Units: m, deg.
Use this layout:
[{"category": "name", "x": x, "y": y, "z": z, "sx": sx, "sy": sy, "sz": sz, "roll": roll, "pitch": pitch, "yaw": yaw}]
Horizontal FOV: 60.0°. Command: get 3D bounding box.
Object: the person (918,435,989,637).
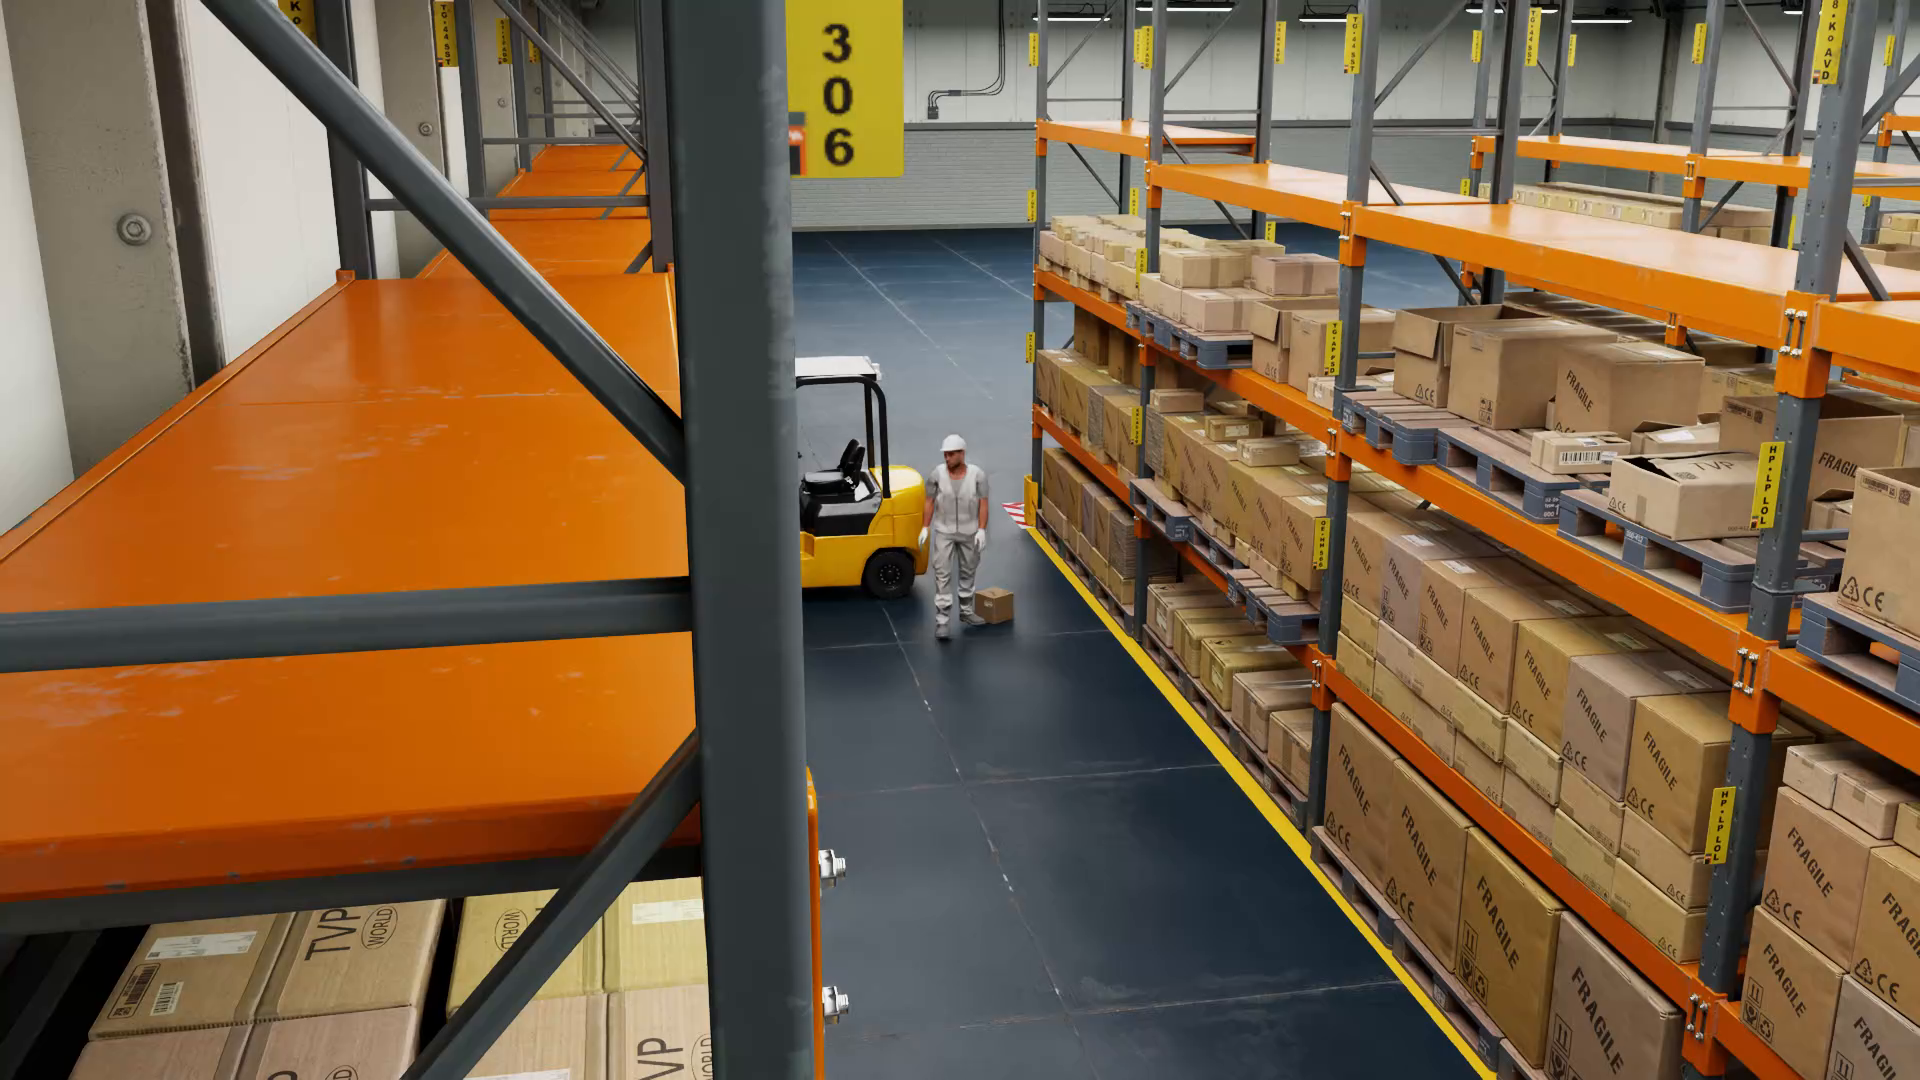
[{"category": "person", "x": -0.054, "y": -0.046, "z": 14.580, "sx": 0.625, "sy": 1.784, "sz": 0.626, "roll": -1, "pitch": 16, "yaw": -3}]
